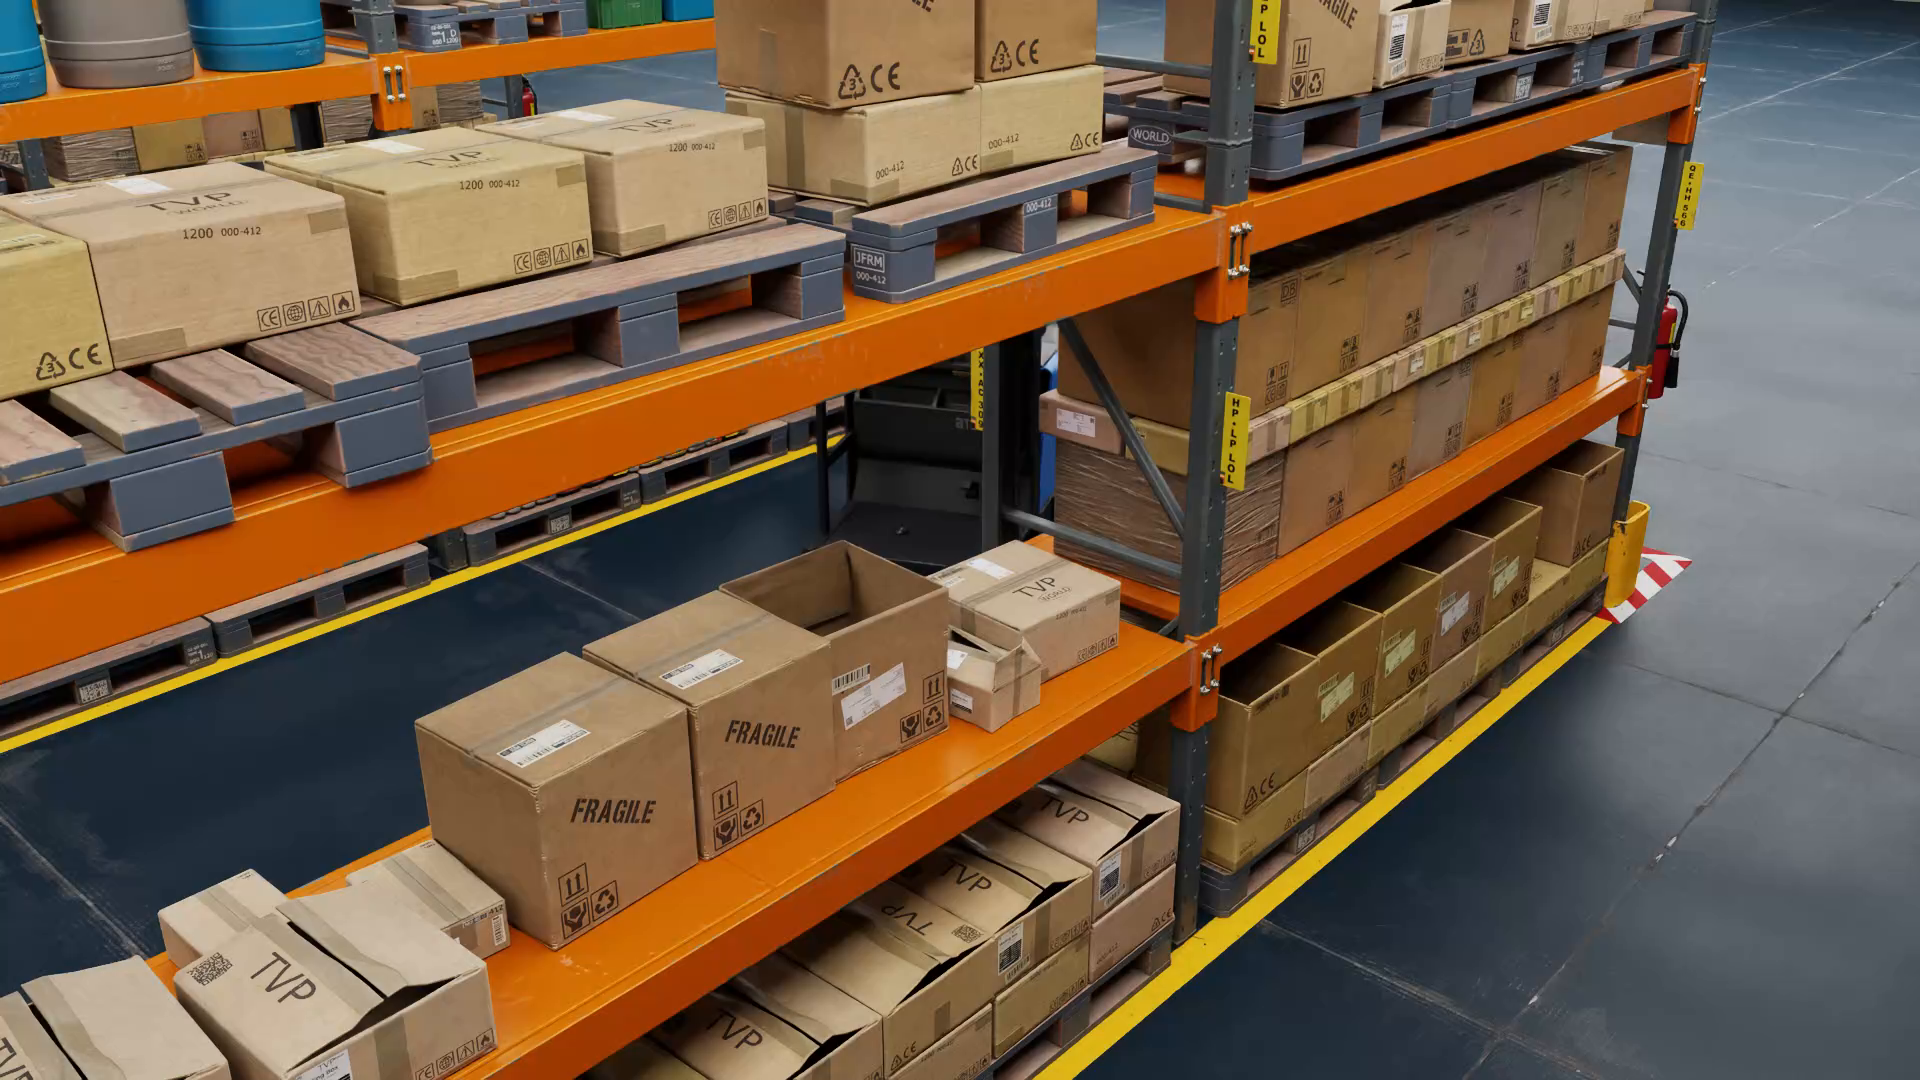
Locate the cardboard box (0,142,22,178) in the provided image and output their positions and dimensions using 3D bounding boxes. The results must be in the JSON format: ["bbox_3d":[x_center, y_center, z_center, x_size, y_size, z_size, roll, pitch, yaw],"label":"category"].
[{"bbox_3d":[-9.436,-3.740,16.508,0.875,0.875,0.875,20,31,38],"label":"cardboard box"}]

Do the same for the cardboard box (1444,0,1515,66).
[{"bbox_3d":[1.687,-2.117,6.327,0.637,0.503,0.797,-20,31,-37],"label":"cardboard box"}]

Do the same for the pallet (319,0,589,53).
[{"bbox_3d":[-2.783,-2.861,9.028,1.213,0.211,1.003,20,31,38],"label":"pallet"}]

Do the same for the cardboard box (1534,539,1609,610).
[{"bbox_3d":[3.026,0.110,8.685,0.500,0.250,0.500,20,31,38],"label":"cardboard box"}]

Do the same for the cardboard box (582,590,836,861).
[{"bbox_3d":[-0.717,0.519,4.804,0.500,0.500,0.500,20,31,38],"label":"cardboard box"}]

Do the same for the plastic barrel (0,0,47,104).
[{"bbox_3d":[-4.243,-2.316,6.971,0.600,0.901,0.708,20,31,38],"label":"plastic barrel"}]

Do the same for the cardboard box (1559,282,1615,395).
[{"bbox_3d":[2.843,-1.104,8.423,0.700,0.500,0.500,20,31,38],"label":"cardboard box"}]

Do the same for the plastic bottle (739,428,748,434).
[{"bbox_3d":[-1.422,-0.795,10.739,0.097,0.201,0.097,0,24,0],"label":"plastic bottle"}]

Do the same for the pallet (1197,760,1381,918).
[{"bbox_3d":[1.056,1.063,7.120,1.003,0.211,1.213,20,31,38],"label":"pallet"}]

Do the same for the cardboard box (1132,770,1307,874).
[{"bbox_3d":[1.029,1.027,6.642,0.500,0.250,0.500,20,31,38],"label":"cardboard box"}]

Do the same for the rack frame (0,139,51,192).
[{"bbox_3d":[-6.881,-2.684,12.070,1.000,3.000,0.127,20,31,38],"label":"rack frame"}]

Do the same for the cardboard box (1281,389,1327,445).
[{"bbox_3d":[1.156,-0.504,6.293,0.380,0.149,0.250,19,30,36],"label":"cardboard box"}]

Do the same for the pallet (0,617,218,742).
[{"bbox_3d":[-4.502,0.564,8.234,1.003,0.211,1.213,20,31,38],"label":"pallet"}]

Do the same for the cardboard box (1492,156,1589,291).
[{"bbox_3d":[2.460,-1.518,7.761,0.700,0.500,0.500,19,30,36],"label":"cardboard box"}]

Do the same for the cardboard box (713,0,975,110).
[{"bbox_3d":[-0.310,-1.455,4.416,0.500,0.500,0.500,-21,31,-38],"label":"cardboard box"}]

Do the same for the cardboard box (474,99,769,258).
[{"bbox_3d":[-0.828,-0.904,4.104,0.500,0.250,0.500,17,29,33],"label":"cardboard box"}]

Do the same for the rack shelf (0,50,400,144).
[{"bbox_3d":[-4.527,-1.763,7.228,1.077,0.370,4.000,20,31,38],"label":"rack shelf"}]

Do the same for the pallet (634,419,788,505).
[{"bbox_3d":[-1.899,-0.626,10.888,1.003,0.211,1.213,20,31,38],"label":"pallet"}]

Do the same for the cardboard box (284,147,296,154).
[{"bbox_3d":[-5.389,-3.102,13.309,0.380,0.149,0.250,20,31,38],"label":"cardboard box"}]

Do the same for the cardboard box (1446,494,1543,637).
[{"bbox_3d":[2.371,0.077,7.842,0.500,0.500,0.500,20,31,38],"label":"cardboard box"}]

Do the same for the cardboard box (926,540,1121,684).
[{"bbox_3d":[0.198,0.252,5.704,0.500,0.250,0.500,-22,32,-40],"label":"cardboard box"}]

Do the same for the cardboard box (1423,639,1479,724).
[{"bbox_3d":[2.034,0.571,7.658,0.500,0.250,0.500,20,31,38],"label":"cardboard box"}]

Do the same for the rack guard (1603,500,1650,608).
[{"bbox_3d":[3.180,-0.063,9.280,1.175,0.500,0.348,20,31,38],"label":"rack guard"}]

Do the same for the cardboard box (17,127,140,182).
[{"bbox_3d":[-6.534,-2.986,12.257,0.875,0.500,0.500,20,31,38],"label":"cardboard box"}]

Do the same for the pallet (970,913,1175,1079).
[{"bbox_3d":[0.031,1.529,6.081,1.003,0.211,1.213,20,31,38],"label":"pallet"}]

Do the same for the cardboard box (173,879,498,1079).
[{"bbox_3d":[-1.434,1.062,3.825,0.500,0.311,0.500,20,31,37],"label":"cardboard box"}]

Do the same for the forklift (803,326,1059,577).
[{"bbox_3d":[-0.178,-1.092,8.604,1.130,2.935,3.031,7,25,15],"label":"forklift"}]

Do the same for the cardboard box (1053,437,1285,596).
[{"bbox_3d":[0.786,-0.161,6.320,0.700,0.500,0.500,19,30,36],"label":"cardboard box"}]

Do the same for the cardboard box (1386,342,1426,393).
[{"bbox_3d":[1.675,-0.742,6.824,0.380,0.149,0.250,19,30,36],"label":"cardboard box"}]

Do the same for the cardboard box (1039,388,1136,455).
[{"bbox_3d":[0.516,-0.461,6.197,0.380,0.149,0.250,20,31,37],"label":"cardboard box"}]

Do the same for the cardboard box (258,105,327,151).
[{"bbox_3d":[-5.551,-3.449,13.291,0.875,0.500,0.500,20,31,38],"label":"cardboard box"}]

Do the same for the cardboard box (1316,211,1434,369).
[{"bbox_3d":[1.457,-1.059,6.738,0.700,0.500,0.500,20,31,37],"label":"cardboard box"}]

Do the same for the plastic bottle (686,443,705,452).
[{"bbox_3d":[-1.703,-0.717,10.475,0.152,0.276,0.135,19,30,36],"label":"plastic bottle"}]

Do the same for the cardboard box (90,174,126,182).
[{"bbox_3d":[-6.337,-2.625,12.246,0.380,0.149,0.250,20,31,38],"label":"cardboard box"}]

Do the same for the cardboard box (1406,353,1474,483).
[{"bbox_3d":[1.811,-0.631,7.369,0.700,0.500,0.500,21,32,39],"label":"cardboard box"}]

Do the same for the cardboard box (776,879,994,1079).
[{"bbox_3d":[-0.240,1.342,5.252,0.500,0.311,0.500,20,31,37],"label":"cardboard box"}]

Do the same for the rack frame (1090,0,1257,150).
[{"bbox_3d":[0.494,-2.715,4.807,1.000,3.000,0.127,20,31,38],"label":"rack frame"}]

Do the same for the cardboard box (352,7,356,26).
[{"bbox_3d":[-5.059,-4.000,13.297,0.500,0.500,0.500,20,31,38],"label":"cardboard box"}]

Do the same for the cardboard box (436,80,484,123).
[{"bbox_3d":[-4.598,-3.924,14.350,0.875,0.500,0.500,20,31,38],"label":"cardboard box"}]

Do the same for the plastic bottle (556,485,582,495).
[{"bbox_3d":[-2.344,-0.456,9.801,0.144,0.351,0.185,21,32,39],"label":"plastic bottle"}]

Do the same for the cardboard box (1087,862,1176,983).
[{"bbox_3d":[0.433,1.291,6.053,0.500,0.250,0.500,20,31,37],"label":"cardboard box"}]

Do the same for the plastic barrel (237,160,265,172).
[{"bbox_3d":[-3.676,-1.525,8.873,0.600,0.901,0.708,20,31,38],"label":"plastic barrel"}]

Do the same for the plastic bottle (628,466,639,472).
[{"bbox_3d":[-2.012,-0.526,10.138,0.097,0.201,0.097,0,24,0],"label":"plastic bottle"}]

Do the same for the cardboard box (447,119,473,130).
[{"bbox_3d":[-4.415,-3.569,14.351,0.380,0.149,0.250,20,31,38],"label":"cardboard box"}]

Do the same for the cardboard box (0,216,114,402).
[{"bbox_3d":[-1.915,-0.405,2.990,0.500,0.250,0.500,17,29,34],"label":"cardboard box"}]

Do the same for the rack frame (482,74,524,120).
[{"bbox_3d":[-4.211,-3.903,14.788,1.000,3.000,0.127,20,31,38],"label":"rack frame"}]

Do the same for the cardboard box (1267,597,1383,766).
[{"bbox_3d":[1.365,0.533,6.827,0.500,0.500,0.500,20,31,38],"label":"cardboard box"}]

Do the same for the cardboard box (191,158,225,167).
[{"bbox_3d":[-5.833,-2.853,12.754,0.380,0.149,0.250,20,31,38],"label":"cardboard box"}]

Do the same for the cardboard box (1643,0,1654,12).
[{"bbox_3d":[2.777,-2.694,7.615,0.637,0.503,0.797,-22,32,-39],"label":"cardboard box"}]

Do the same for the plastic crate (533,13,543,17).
[{"bbox_3d":[-2.422,-3.179,9.831,0.243,0.136,0.396,20,31,38],"label":"plastic crate"}]

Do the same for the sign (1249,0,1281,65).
[{"bbox_3d":[0.905,-1.581,4.927,0.100,0.325,0.005,20,31,38],"label":"sign"}]

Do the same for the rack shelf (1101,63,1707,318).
[{"bbox_3d":[1.829,-1.628,6.927,1.077,0.370,4.000,20,31,38],"label":"rack shelf"}]

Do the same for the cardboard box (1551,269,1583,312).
[{"bbox_3d":[2.706,-1.212,7.871,0.380,0.149,0.250,20,31,37],"label":"cardboard box"}]

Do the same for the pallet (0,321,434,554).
[{"bbox_3d":[-1.789,-0.273,3.257,1.213,0.211,1.003,22,32,40],"label":"pallet"}]

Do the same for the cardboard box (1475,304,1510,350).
[{"bbox_3d":[2.187,-0.975,7.343,0.380,0.149,0.250,21,32,39],"label":"cardboard box"}]

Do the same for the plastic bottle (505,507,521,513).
[{"bbox_3d":[-2.585,-0.264,9.555,0.097,0.201,0.097,0,24,0],"label":"plastic bottle"}]
